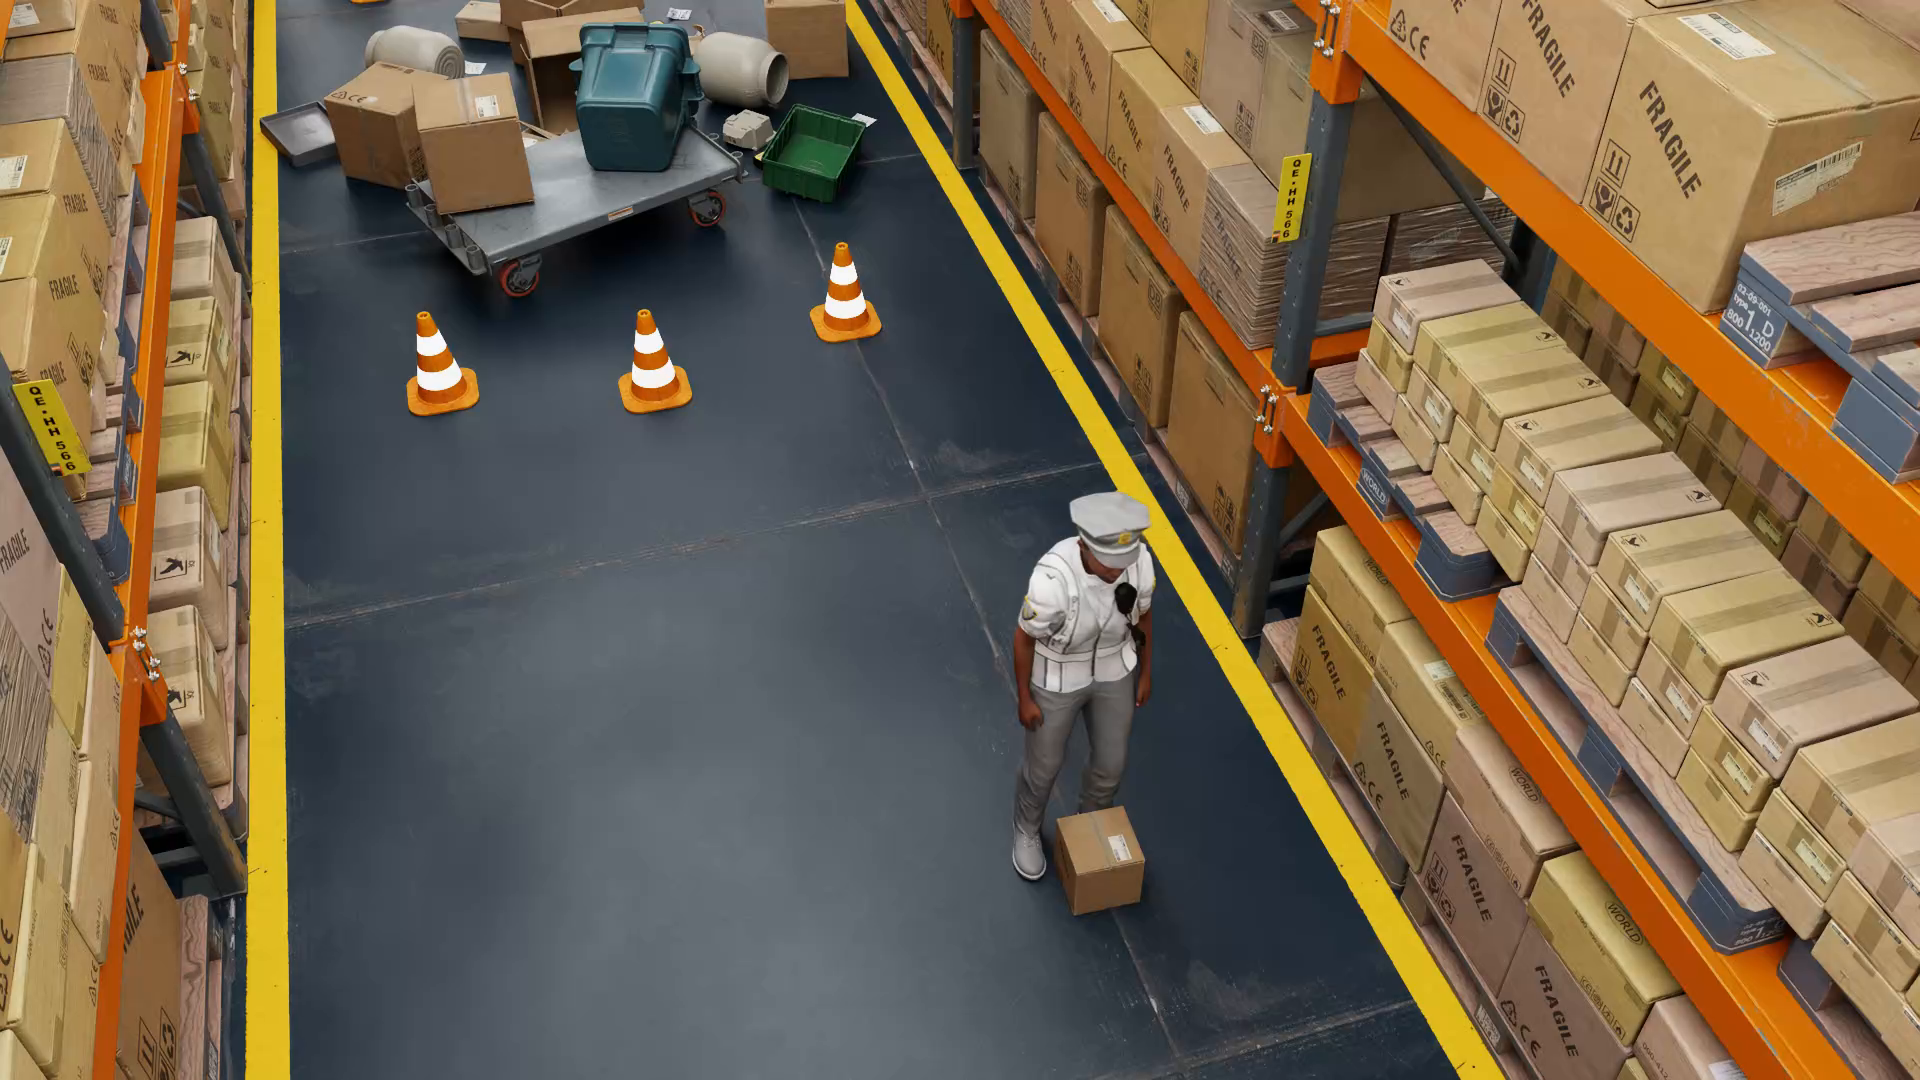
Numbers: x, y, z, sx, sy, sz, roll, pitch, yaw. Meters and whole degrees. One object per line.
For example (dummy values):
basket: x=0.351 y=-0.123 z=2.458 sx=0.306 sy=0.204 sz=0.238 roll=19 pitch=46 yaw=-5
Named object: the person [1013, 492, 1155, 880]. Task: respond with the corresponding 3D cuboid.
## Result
person: x=0.416 y=0.485 z=5.631 sx=0.506 sy=1.660 sz=0.415 roll=-12 pitch=44 yaw=-13
